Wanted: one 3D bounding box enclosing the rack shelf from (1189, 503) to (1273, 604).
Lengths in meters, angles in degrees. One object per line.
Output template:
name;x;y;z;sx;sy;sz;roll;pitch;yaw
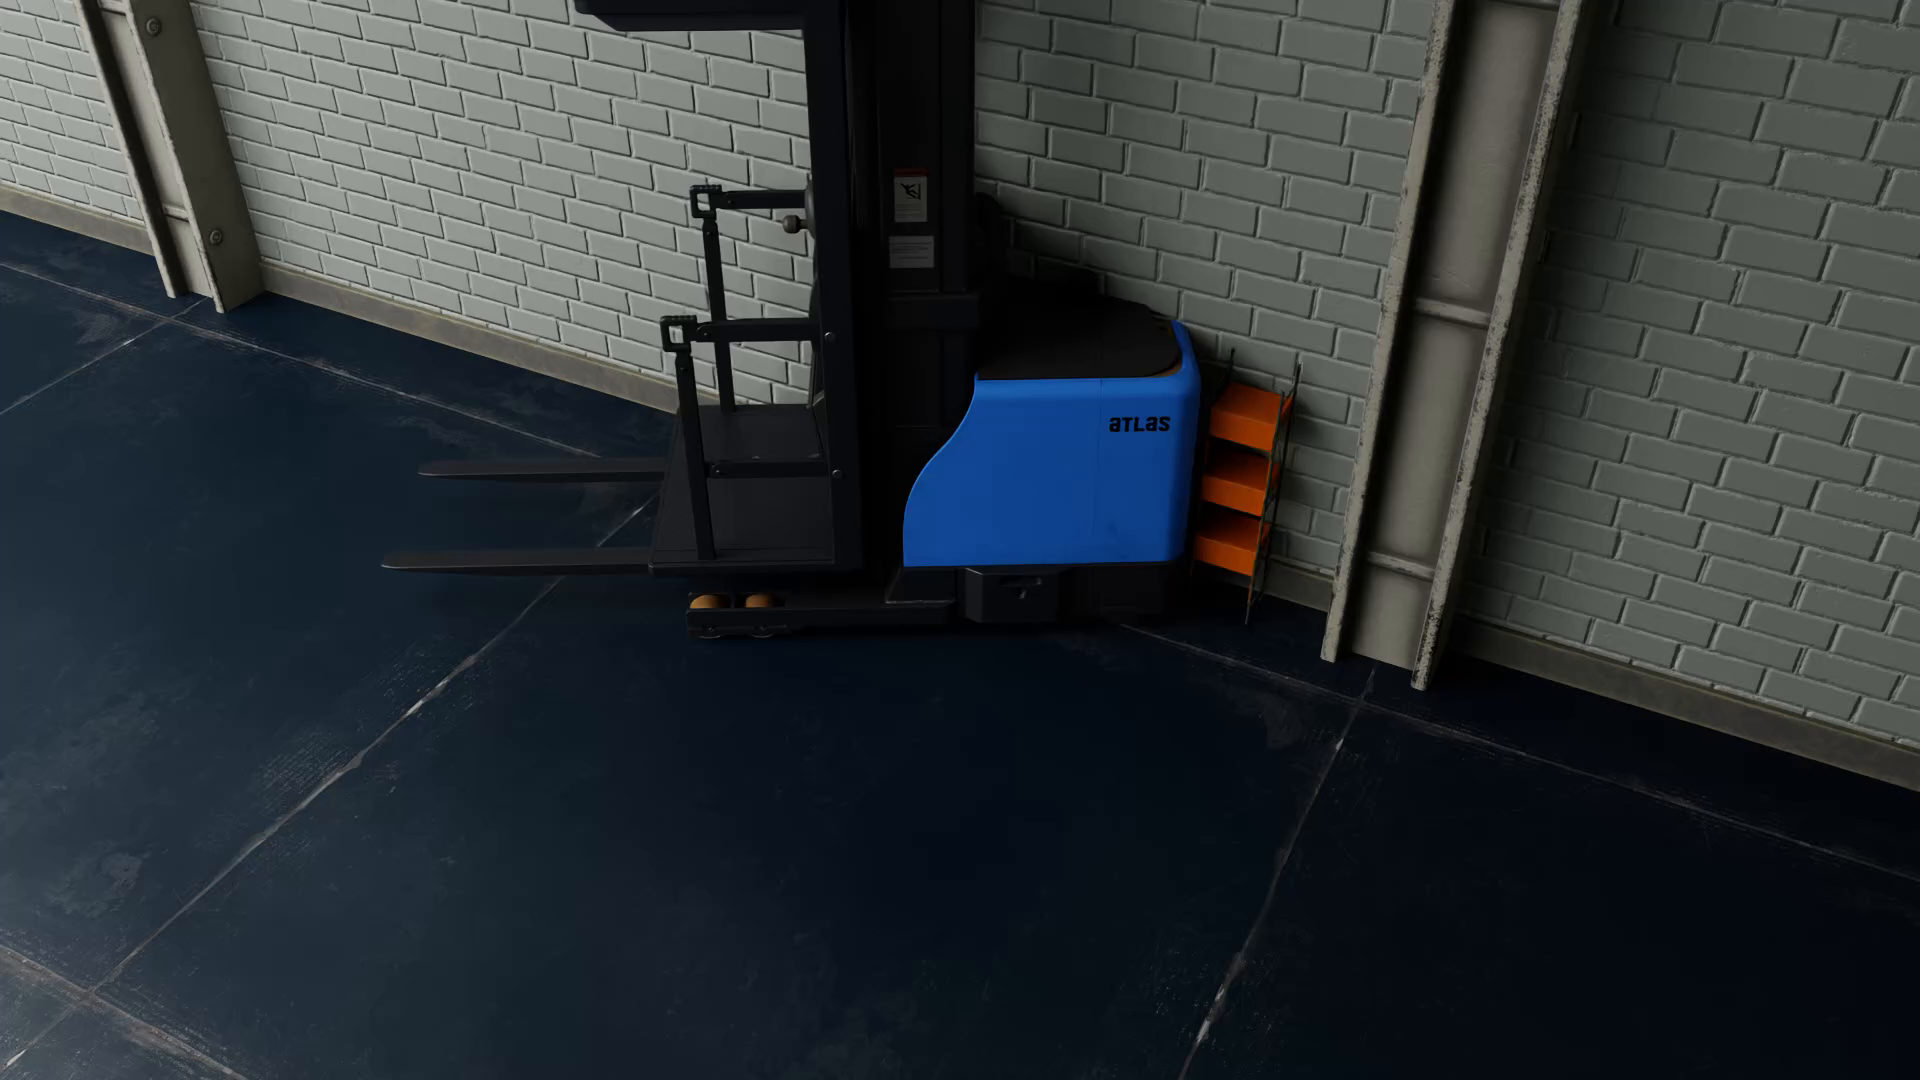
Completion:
rack shelf;1.026;0.049;6.290;0.240;0.259;0.215;18;41;20

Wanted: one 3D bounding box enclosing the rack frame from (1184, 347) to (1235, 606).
rack frame;0.921;-0.214;6.156;0.008;1.050;0.200;18;41;20

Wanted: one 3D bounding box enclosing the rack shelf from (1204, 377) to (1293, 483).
rack shelf;1.034;-0.395;5.947;0.240;0.259;0.215;18;41;20

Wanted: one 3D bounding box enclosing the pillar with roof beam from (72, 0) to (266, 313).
pillar with roof beam;-5.724;-2.530;2.640;0.400;9.000;9.100;17;41;21

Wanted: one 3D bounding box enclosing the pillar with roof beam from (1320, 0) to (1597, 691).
pillar with roof beam;-0.396;-0.862;0.443;0.400;9.000;9.100;17;41;21

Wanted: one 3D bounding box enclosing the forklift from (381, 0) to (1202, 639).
forklift;-0.676;-1.122;5.803;3.031;2.935;1.130;-1;37;-1

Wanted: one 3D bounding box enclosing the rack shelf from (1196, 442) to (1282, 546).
rack shelf;1.029;-0.171;6.120;0.240;0.259;0.215;18;41;20

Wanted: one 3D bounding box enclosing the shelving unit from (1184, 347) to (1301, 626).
shelving unit;1.030;-0.179;6.114;0.252;1.050;0.215;18;41;20

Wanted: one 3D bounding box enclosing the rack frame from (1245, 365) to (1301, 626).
rack frame;1.139;-0.144;6.071;0.008;1.050;0.200;18;41;20
